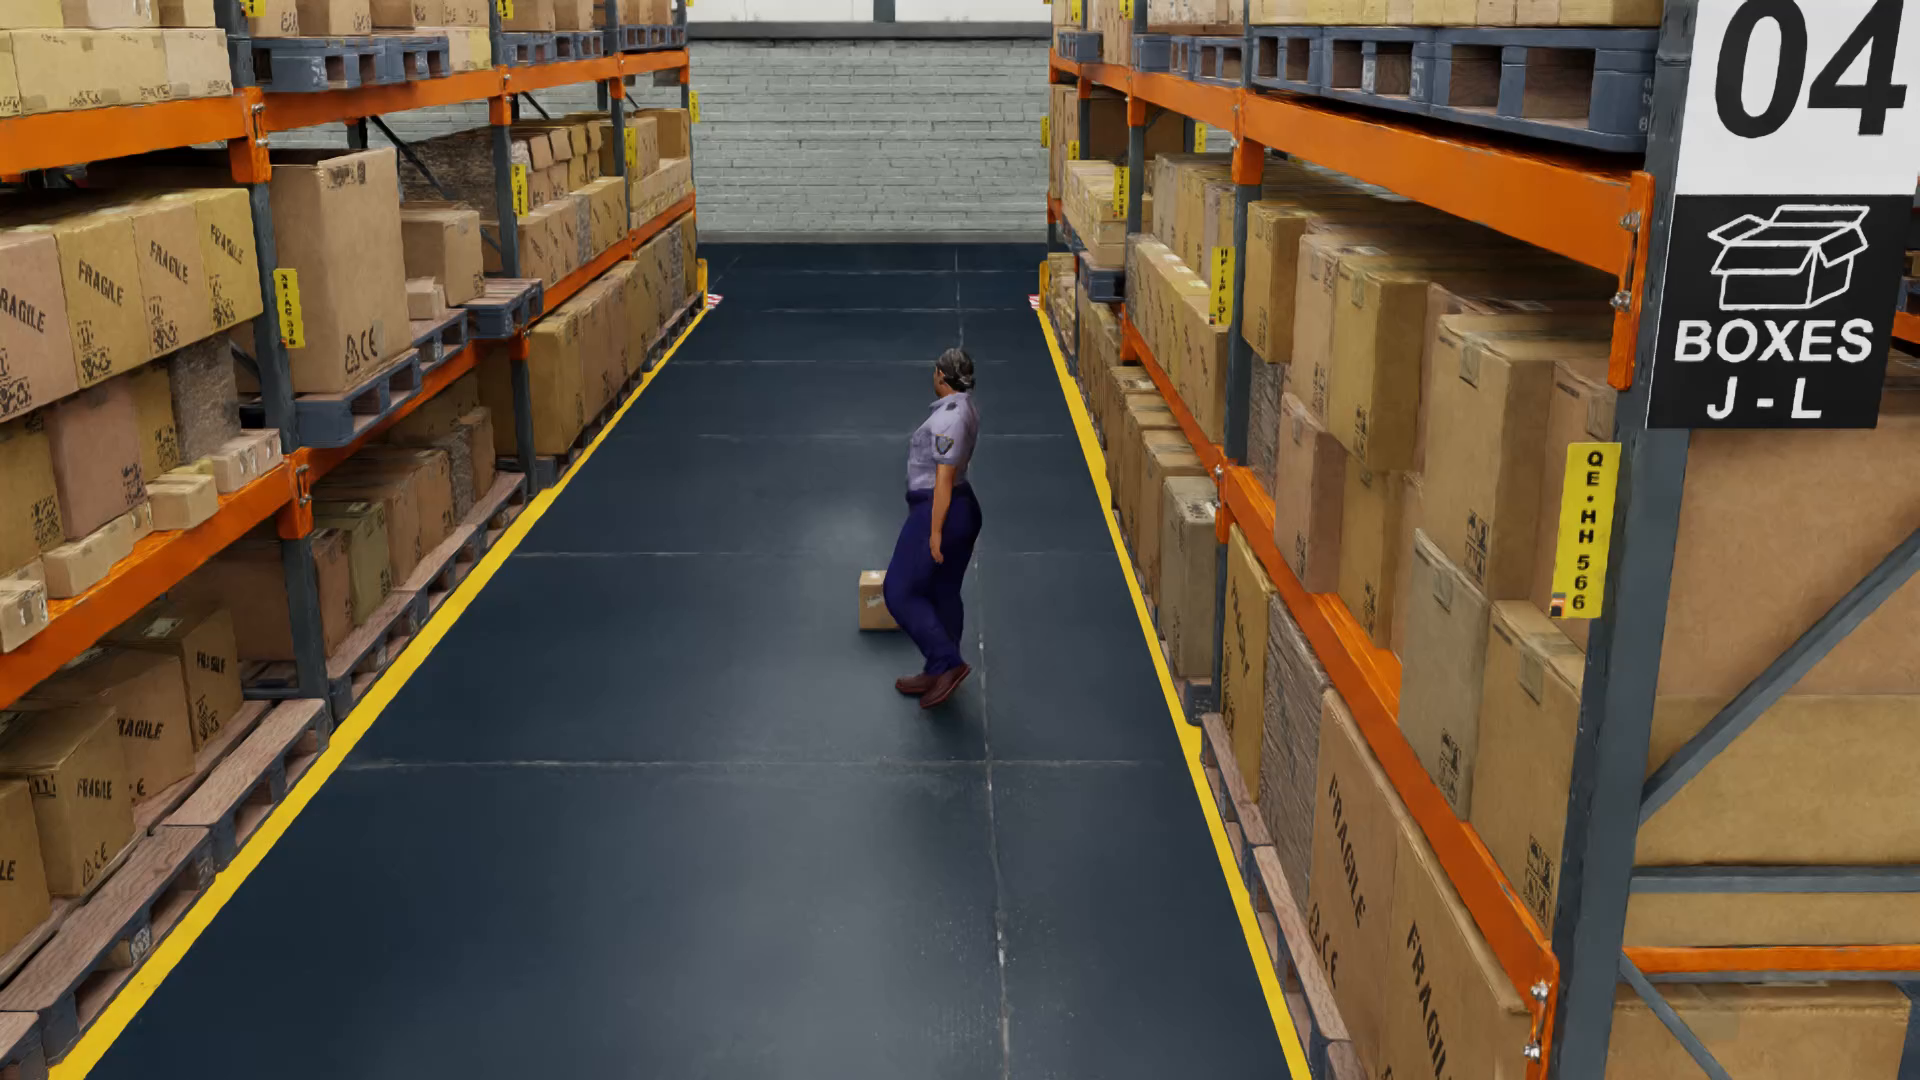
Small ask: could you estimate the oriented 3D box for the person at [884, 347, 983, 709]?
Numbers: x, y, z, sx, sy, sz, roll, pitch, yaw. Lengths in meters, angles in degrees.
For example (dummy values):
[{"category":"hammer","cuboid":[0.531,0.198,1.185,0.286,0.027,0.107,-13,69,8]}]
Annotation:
[{"category":"person","cuboid":[-0.121,-0.060,7.734,0.408,1.647,0.629,3,18,11]}]
